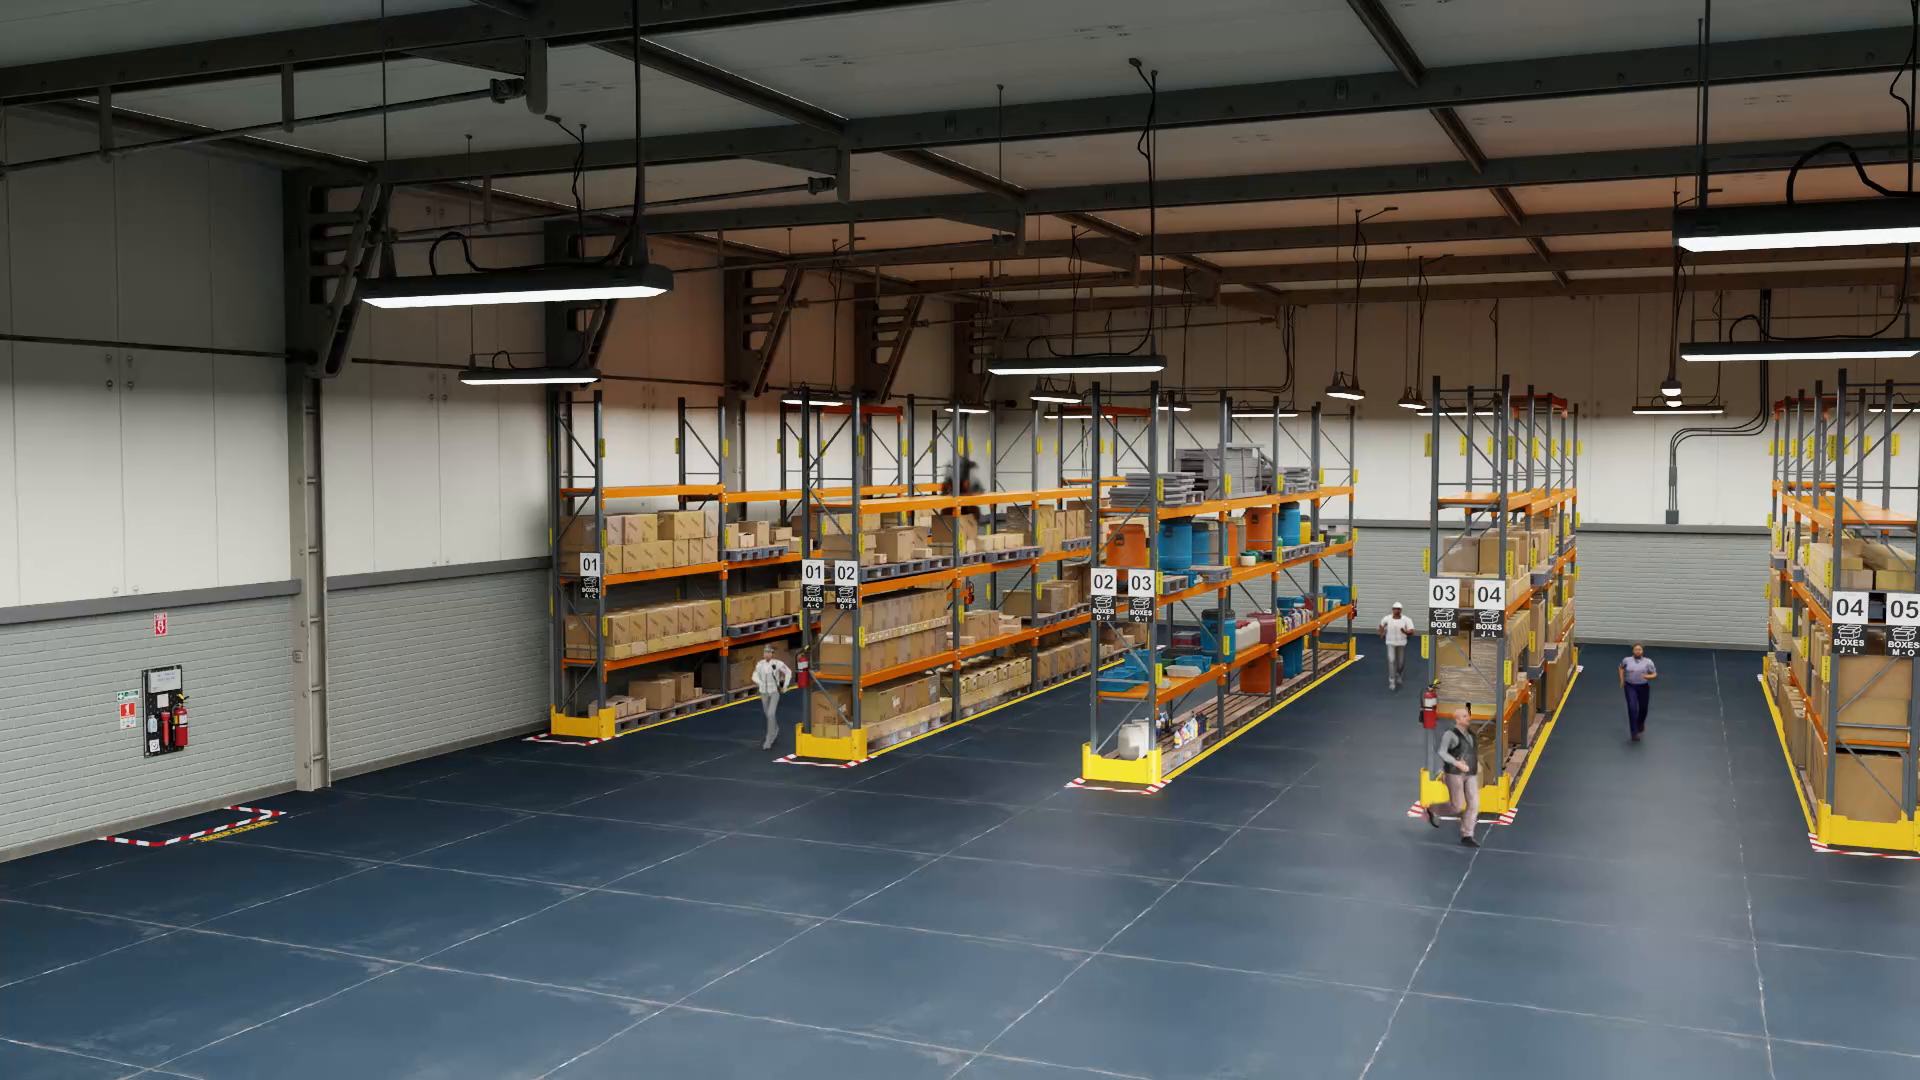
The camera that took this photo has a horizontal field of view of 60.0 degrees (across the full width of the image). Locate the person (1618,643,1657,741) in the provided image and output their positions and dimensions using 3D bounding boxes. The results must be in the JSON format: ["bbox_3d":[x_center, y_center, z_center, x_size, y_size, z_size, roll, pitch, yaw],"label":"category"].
[{"bbox_3d":[11.655,2.585,28.613,0.607,1.632,0.906,1,3,19],"label":"person"}]

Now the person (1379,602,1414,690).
[{"bbox_3d":[9.080,2.180,34.591,0.693,1.772,0.939,1,3,13],"label":"person"}]

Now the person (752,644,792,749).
[{"bbox_3d":[-3.192,2.592,28.000,0.643,1.712,0.886,1,3,17],"label":"person"}]

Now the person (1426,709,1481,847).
[{"bbox_3d":[6.355,2.995,21.173,0.663,1.710,0.837,-2,4,-30],"label":"person"}]
